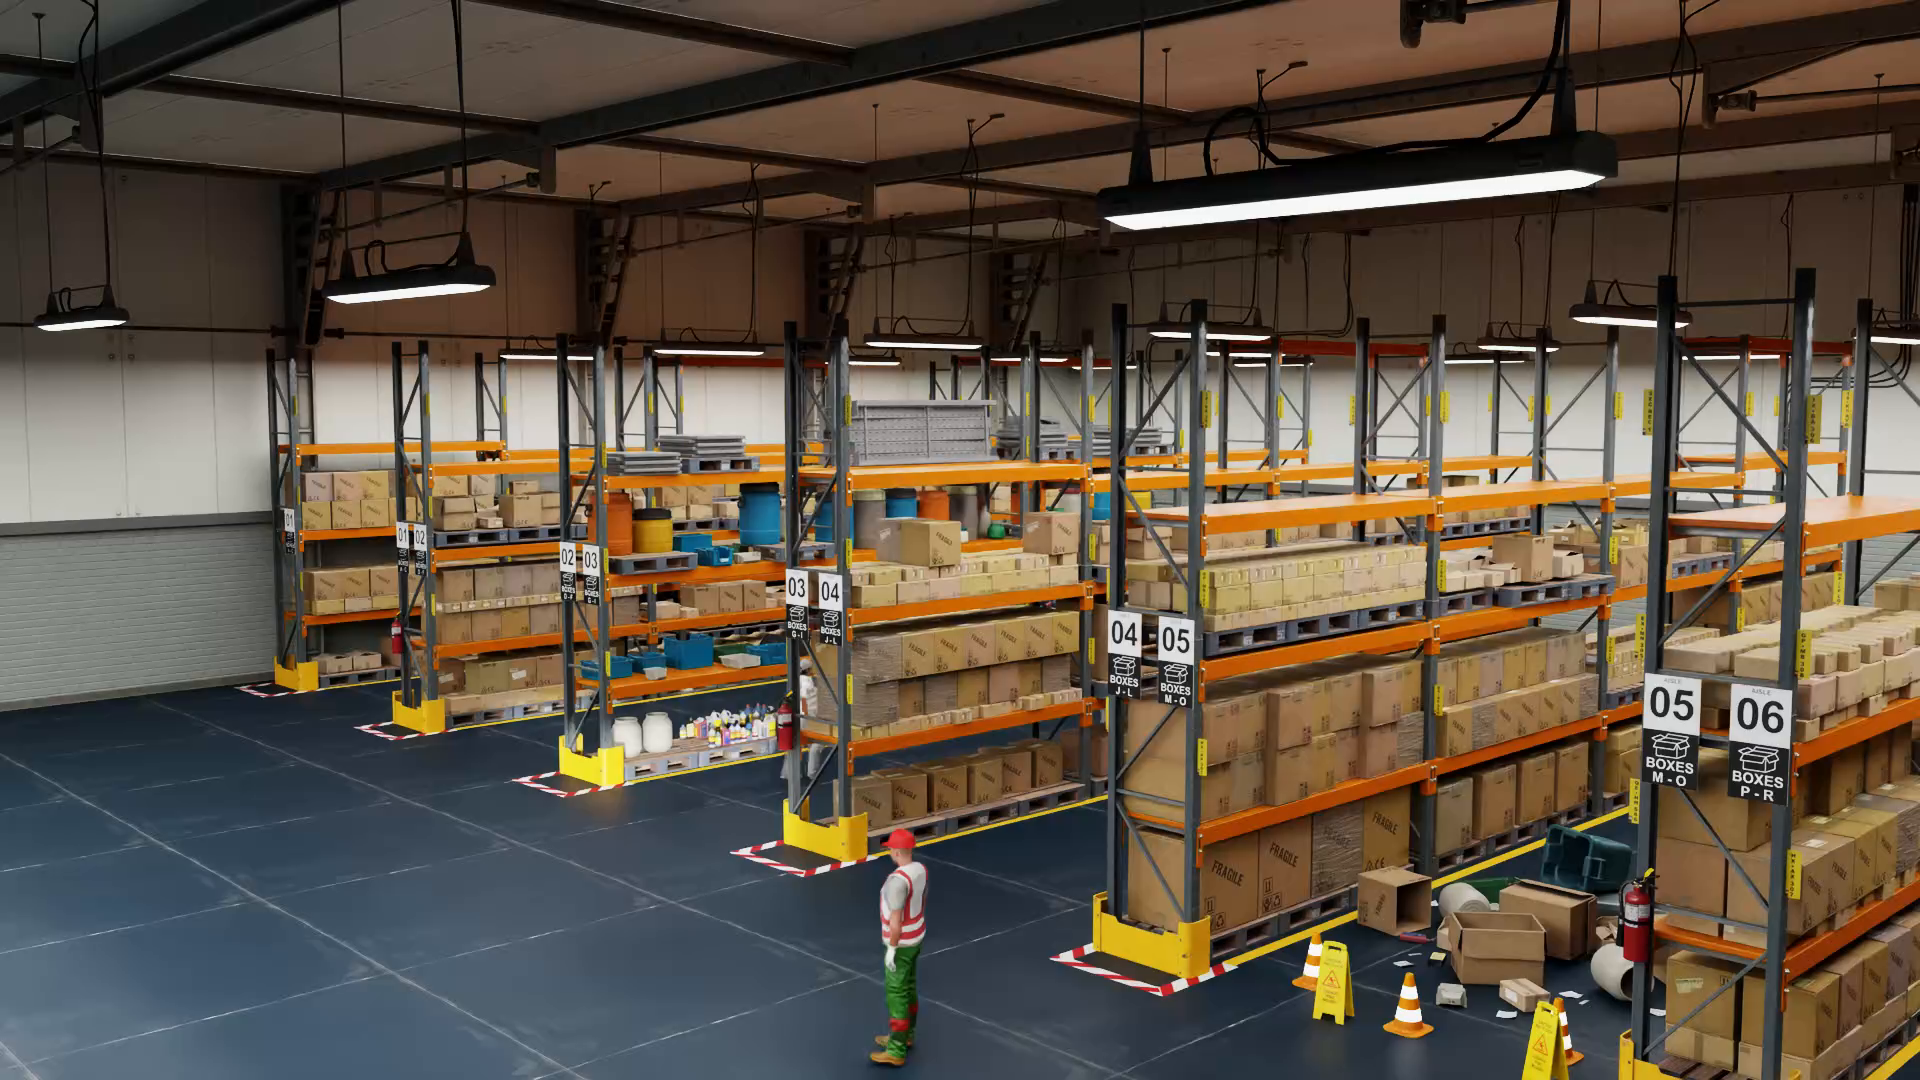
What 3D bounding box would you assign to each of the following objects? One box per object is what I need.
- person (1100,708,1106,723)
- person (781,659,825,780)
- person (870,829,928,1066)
[{"bbox_3d":[2.194,2.235,24.516,0.514,1.709,0.531,1,5,9],"label":"person"},{"bbox_3d":[-2.092,2.464,22.400,0.652,1.733,0.572,-2,5,-20],"label":"person"},{"bbox_3d":[-0.490,3.141,13.029,0.439,1.782,0.607,1,5,14],"label":"person"}]
